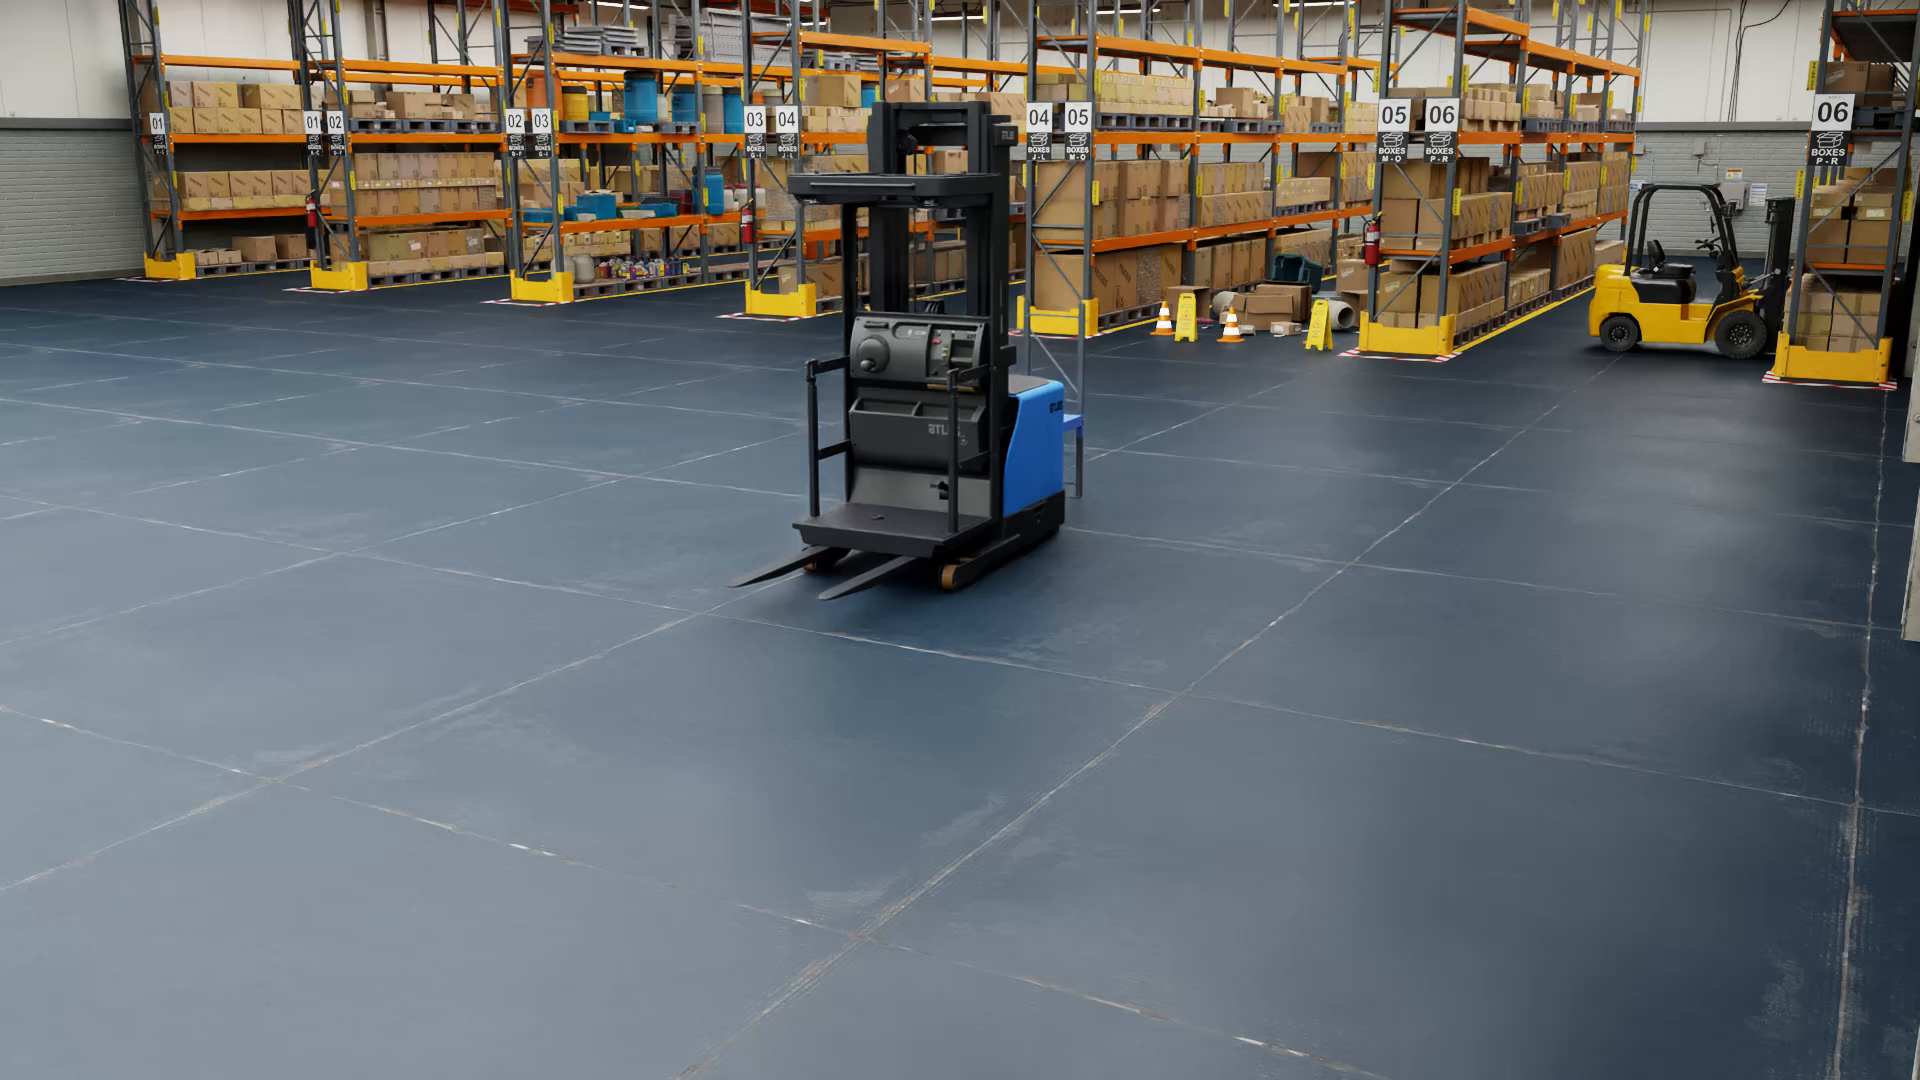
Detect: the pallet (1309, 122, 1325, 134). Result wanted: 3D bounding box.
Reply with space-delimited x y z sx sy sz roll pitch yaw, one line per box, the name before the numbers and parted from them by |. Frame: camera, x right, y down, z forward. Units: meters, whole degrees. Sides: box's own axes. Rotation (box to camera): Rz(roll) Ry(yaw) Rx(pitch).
pallet | 6.321 -7.953 32.124 1.213 0.211 1.003 7 15 28

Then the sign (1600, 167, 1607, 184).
sign | 12.073 -6.839 31.200 0.100 0.325 0.005 7 15 28

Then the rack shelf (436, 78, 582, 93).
rack shelf | -11.057 -11.143 40.940 1.077 0.370 4.000 7 15 28

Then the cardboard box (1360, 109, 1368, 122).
cardboard box | 8.154 -8.817 34.561 0.500 0.250 0.500 8 16 29

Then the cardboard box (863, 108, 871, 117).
cardboard box | -1.694 -7.019 27.317 0.380 0.149 0.250 7 15 26

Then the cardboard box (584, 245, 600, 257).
cardboard box | -8.218 -6.322 36.329 0.500 0.250 0.500 8 16 29

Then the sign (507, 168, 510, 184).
sign | -9.133 -7.376 33.711 0.100 0.325 0.005 7 15 28

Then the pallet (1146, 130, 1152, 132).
pallet | 3.913 -9.328 37.615 1.003 0.211 1.213 7 15 28

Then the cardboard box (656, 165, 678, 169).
cardboard box | -8.394 -10.041 46.144 0.980 0.700 0.700 8 16 31

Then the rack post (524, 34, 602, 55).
rack post | -6.742 -8.410 28.285 0.937 0.300 0.954 9 16 34

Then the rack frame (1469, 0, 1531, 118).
rack frame | 7.726 -7.649 24.062 1.000 3.000 0.127 7 15 28

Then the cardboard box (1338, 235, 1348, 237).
cardboard box | 8.285 -6.606 36.451 0.380 0.149 0.250 7 15 25

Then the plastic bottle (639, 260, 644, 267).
plastic bottle | -6.003 -5.142 31.346 0.097 0.271 0.097 0 14 0

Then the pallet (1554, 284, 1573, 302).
pallet | 10.106 -4.351 29.131 1.003 0.211 1.213 7 15 28

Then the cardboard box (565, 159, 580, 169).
cardboard box | -10.092 -9.623 42.559 0.500 0.250 0.500 8 16 29

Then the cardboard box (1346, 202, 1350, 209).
cardboard box | 7.914 -6.990 34.665 0.380 0.149 0.250 7 15 26

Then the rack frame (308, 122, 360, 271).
rack frame | -11.553 -6.158 30.677 1.000 3.000 0.127 7 15 28

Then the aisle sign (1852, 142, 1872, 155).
aisle sign | 17.650 -7.944 32.539 0.394 0.787 0.004 7 15 28

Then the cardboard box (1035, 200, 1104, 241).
cardboard box | 1.550 -4.606 23.921 0.875 0.550 0.550 7 15 28

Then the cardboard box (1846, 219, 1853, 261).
cardboard box | 10.854 -3.579 19.764 0.500 0.500 0.500 8 16 30

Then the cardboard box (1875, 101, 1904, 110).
cardboard box | 12.655 -5.912 22.682 0.380 0.149 0.250 7 15 28

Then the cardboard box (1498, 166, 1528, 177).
cardboard box | 8.263 -5.502 24.827 0.380 0.149 0.250 7 15 28

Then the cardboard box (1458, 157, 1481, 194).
cardboard box | 7.057 -5.244 23.904 0.700 0.500 0.500 7 15 28

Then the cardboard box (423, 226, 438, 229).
cardboard box | -12.677 -7.112 39.030 0.700 0.500 0.500 7 15 28

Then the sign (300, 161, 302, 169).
sign | -14.445 -8.164 36.528 0.100 0.325 0.005 7 15 28

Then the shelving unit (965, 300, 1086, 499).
shelving unit | 0.491 -0.972 12.367 0.538 1.500 1.048 7 15 26

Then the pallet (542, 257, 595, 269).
pallet | -8.709 -6.030 36.095 1.003 0.211 1.213 7 15 28

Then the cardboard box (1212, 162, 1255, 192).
cardboard box | 4.808 -6.433 29.472 0.700 0.500 0.500 7 15 27

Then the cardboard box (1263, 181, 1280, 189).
cardboard box | 5.672 -6.539 30.626 0.380 0.149 0.250 7 15 28

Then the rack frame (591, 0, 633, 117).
rack frame | -7.686 -10.716 36.782 1.000 3.000 0.127 7 15 28

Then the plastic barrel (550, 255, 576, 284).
plastic barrel | -6.968 -4.735 29.184 0.421 0.512 0.421 0 14 0

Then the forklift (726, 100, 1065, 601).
forklift | -0.368 -1.231 10.385 1.130 2.935 3.031 7 15 26

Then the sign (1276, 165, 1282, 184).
sign | 5.765 -6.594 30.015 0.100 0.325 0.005 7 15 28

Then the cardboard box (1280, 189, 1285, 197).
cardboard box | 5.816 -6.453 30.903 0.380 0.149 0.250 8 16 31

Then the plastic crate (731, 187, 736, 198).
plastic crate | -4.401 -6.972 33.915 0.402 0.464 0.583 7 15 28

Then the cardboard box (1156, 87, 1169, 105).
cardboard box | 2.842 -6.719 25.181 0.500 0.250 0.500 7 15 28

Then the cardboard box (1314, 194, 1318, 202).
cardboard box | 6.824 -6.737 32.717 0.380 0.149 0.250 7 15 25

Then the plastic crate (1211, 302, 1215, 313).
plastic crate | 4.406 -3.750 26.564 0.662 0.188 0.450 -8 6 -30

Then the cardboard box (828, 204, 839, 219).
cardboard box | -2.457 -5.454 26.909 0.875 0.500 0.500 7 15 28

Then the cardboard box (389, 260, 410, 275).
cardboard box | -10.861 -5.213 31.729 0.500 0.250 0.500 7 15 28

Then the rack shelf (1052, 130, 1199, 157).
rack shelf | 2.377 -5.971 25.036 1.077 0.370 4.000 7 15 28

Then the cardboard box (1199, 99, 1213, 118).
cardboard box | 3.998 -7.325 28.198 0.500 0.311 0.500 7 15 26

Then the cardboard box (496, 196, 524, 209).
cardboard box | -9.420 -7.012 34.538 0.500 0.250 0.500 9 16 32

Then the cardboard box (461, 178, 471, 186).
cardboard box | -9.935 -7.104 33.004 0.380 0.149 0.250 7 15 28

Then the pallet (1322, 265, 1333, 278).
pallet | 6.836 -5.399 33.477 1.003 0.211 1.213 7 15 28

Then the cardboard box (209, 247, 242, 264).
cardboard box | -15.203 -5.874 34.297 0.500 0.311 0.500 9 16 33

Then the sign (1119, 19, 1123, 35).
sign | 3.399 -10.847 35.163 0.100 0.325 0.005 7 15 28

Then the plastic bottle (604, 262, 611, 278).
plastic bottle | -6.475 -4.953 30.534 0.061 0.283 0.133 7 15 28

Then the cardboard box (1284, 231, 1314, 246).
cardboard box | 6.569 -5.872 32.329 0.500 0.250 0.500 7 15 26

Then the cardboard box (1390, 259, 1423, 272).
cardboard box | 6.070 -3.736 22.618 0.380 0.149 0.250 8 16 30

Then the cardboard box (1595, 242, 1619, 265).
cardboard box | 12.860 -5.818 33.837 0.875 0.438 0.875 8 16 30

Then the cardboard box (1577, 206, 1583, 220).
cardboard box | 10.843 -5.868 29.795 0.500 0.250 0.500 7 15 28

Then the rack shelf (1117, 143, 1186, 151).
rack shelf | 3.885 -9.016 37.665 1.077 0.370 4.000 7 15 28

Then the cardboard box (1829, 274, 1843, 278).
cardboard box | 11.564 -3.461 22.327 0.500 0.250 0.500 7 15 27
